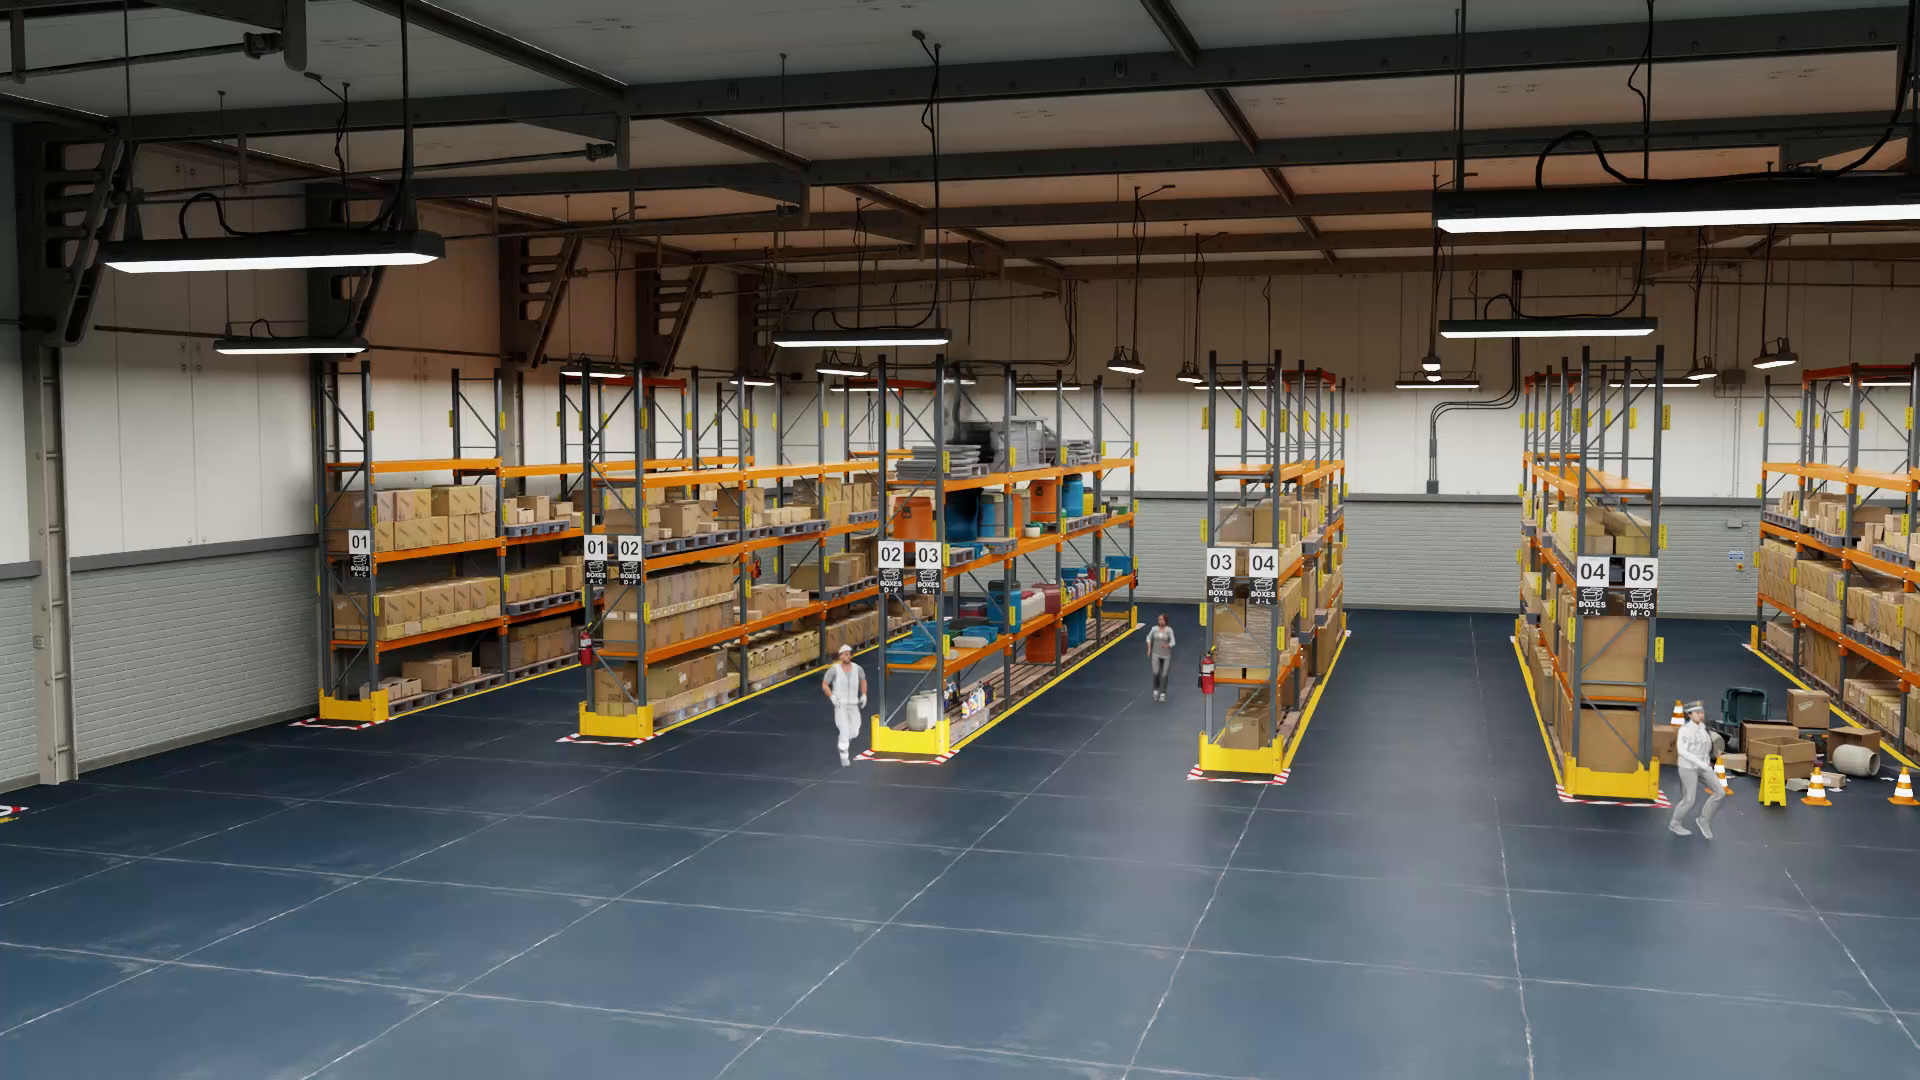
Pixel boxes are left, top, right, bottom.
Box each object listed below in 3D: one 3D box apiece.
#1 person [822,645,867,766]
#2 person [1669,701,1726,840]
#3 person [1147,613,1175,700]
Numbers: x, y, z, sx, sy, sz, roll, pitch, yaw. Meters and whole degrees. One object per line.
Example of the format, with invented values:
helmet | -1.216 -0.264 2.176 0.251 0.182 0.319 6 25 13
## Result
person | -1.689 2.398 24.367 0.696 1.749 0.627 -2 4 -25
person | 8.815 2.742 19.923 0.628 1.679 0.630 -3 5 -34
person | 3.571 2.090 29.603 0.519 1.567 0.624 1 4 9
